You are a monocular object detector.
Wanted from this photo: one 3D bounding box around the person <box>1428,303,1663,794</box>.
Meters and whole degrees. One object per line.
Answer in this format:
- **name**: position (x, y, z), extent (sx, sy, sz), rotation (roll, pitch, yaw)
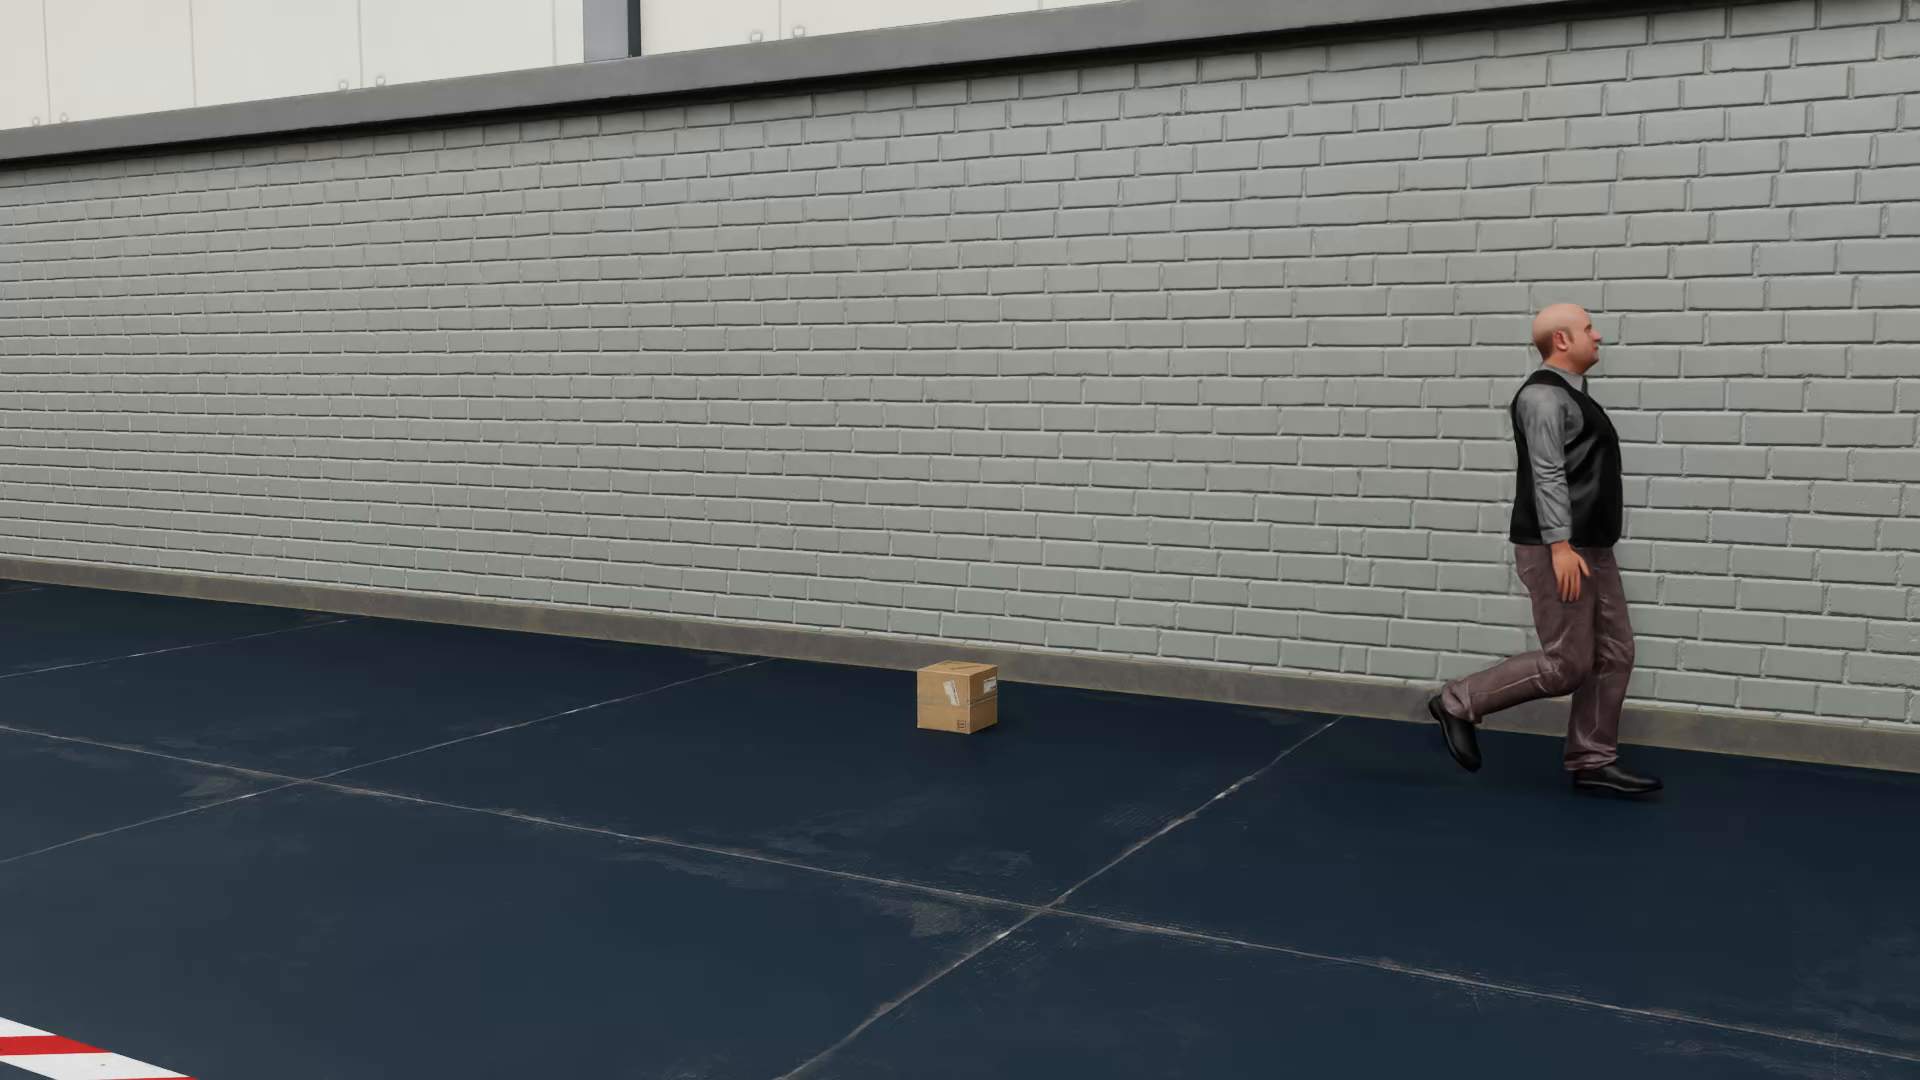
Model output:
- **person**: position (2.071, 0.029, 5.809), extent (0.766, 1.698, 0.535), rotation (4, 7, 31)
